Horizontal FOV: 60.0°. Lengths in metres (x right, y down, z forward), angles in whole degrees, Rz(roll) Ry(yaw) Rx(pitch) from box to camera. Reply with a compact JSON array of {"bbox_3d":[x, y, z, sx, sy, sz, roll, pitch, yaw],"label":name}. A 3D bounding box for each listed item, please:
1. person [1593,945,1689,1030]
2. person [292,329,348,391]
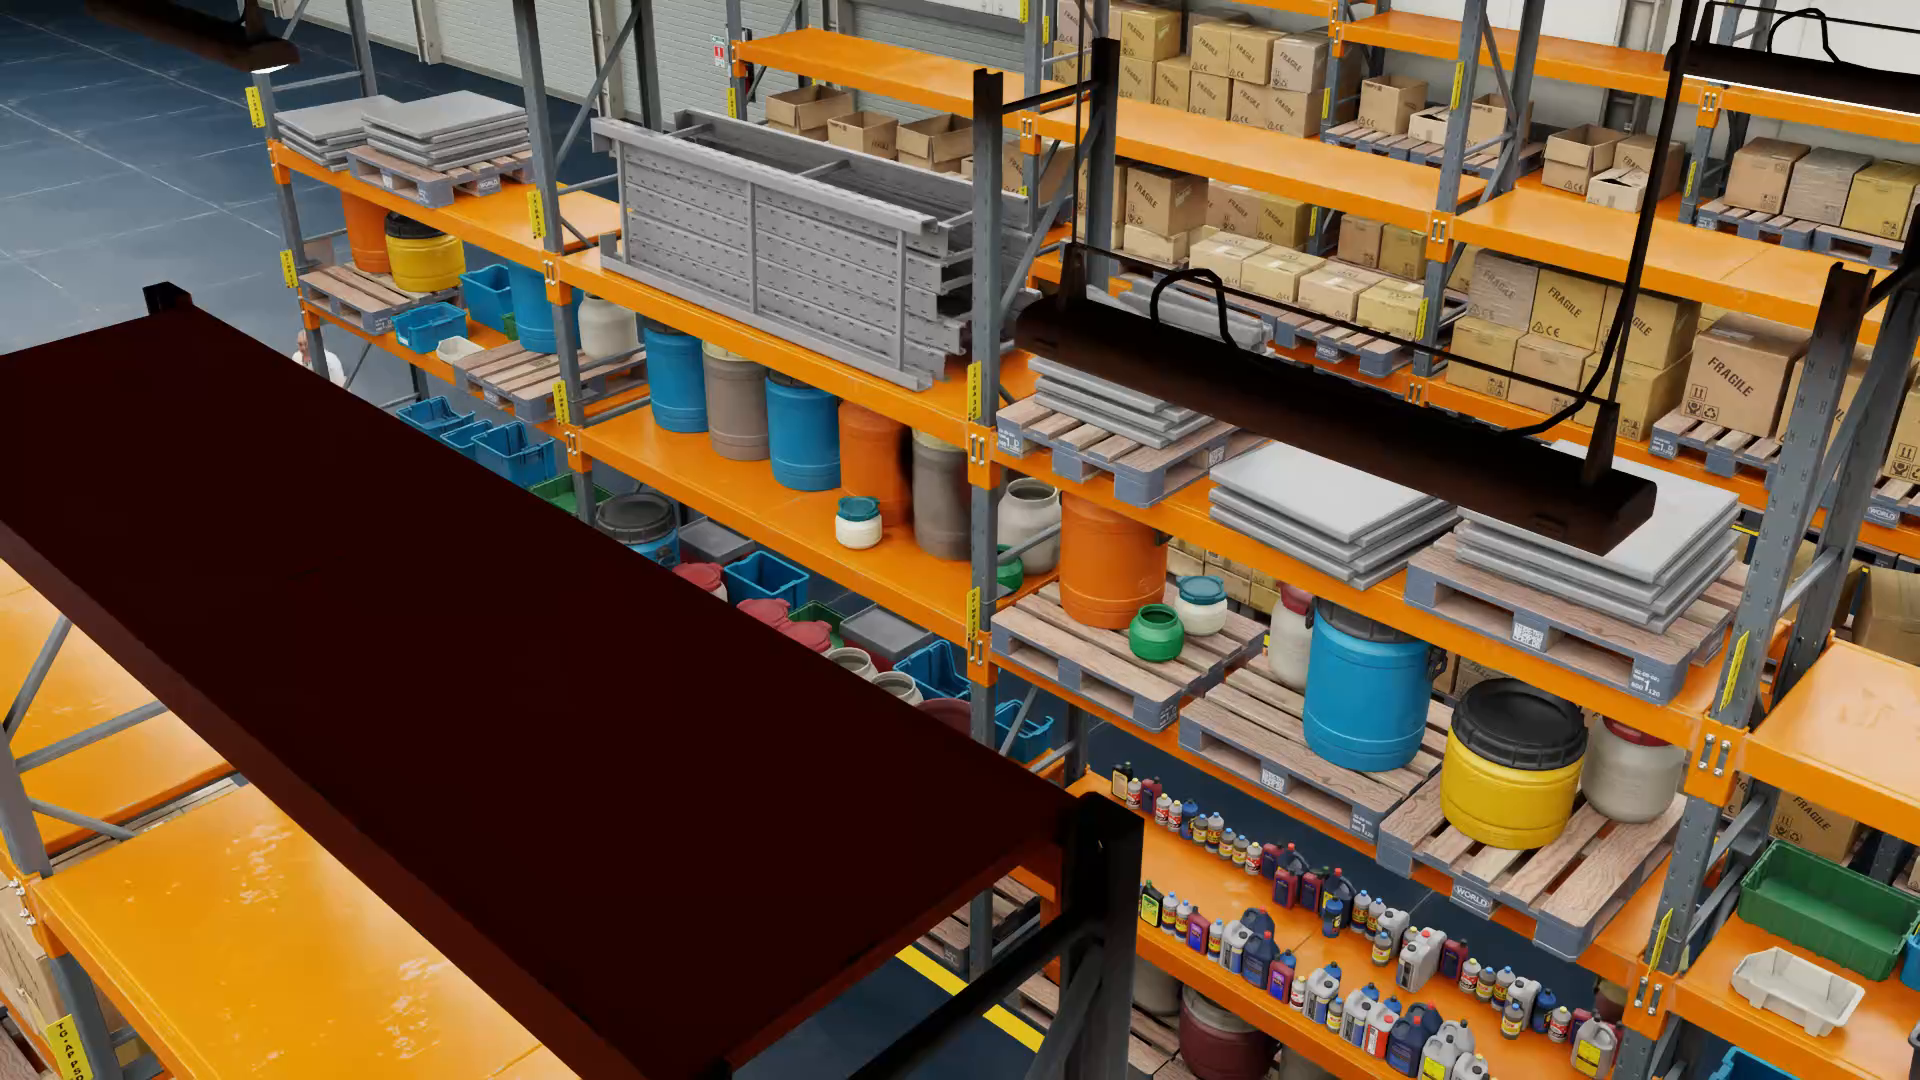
[{"bbox_3d":[3.953,2.672,9.770,0.458,1.680,0.416,8,30,13],"label":"person"},{"bbox_3d":[-6.420,-1.248,16.725,0.697,1.859,0.420,10,31,16],"label":"person"}]
